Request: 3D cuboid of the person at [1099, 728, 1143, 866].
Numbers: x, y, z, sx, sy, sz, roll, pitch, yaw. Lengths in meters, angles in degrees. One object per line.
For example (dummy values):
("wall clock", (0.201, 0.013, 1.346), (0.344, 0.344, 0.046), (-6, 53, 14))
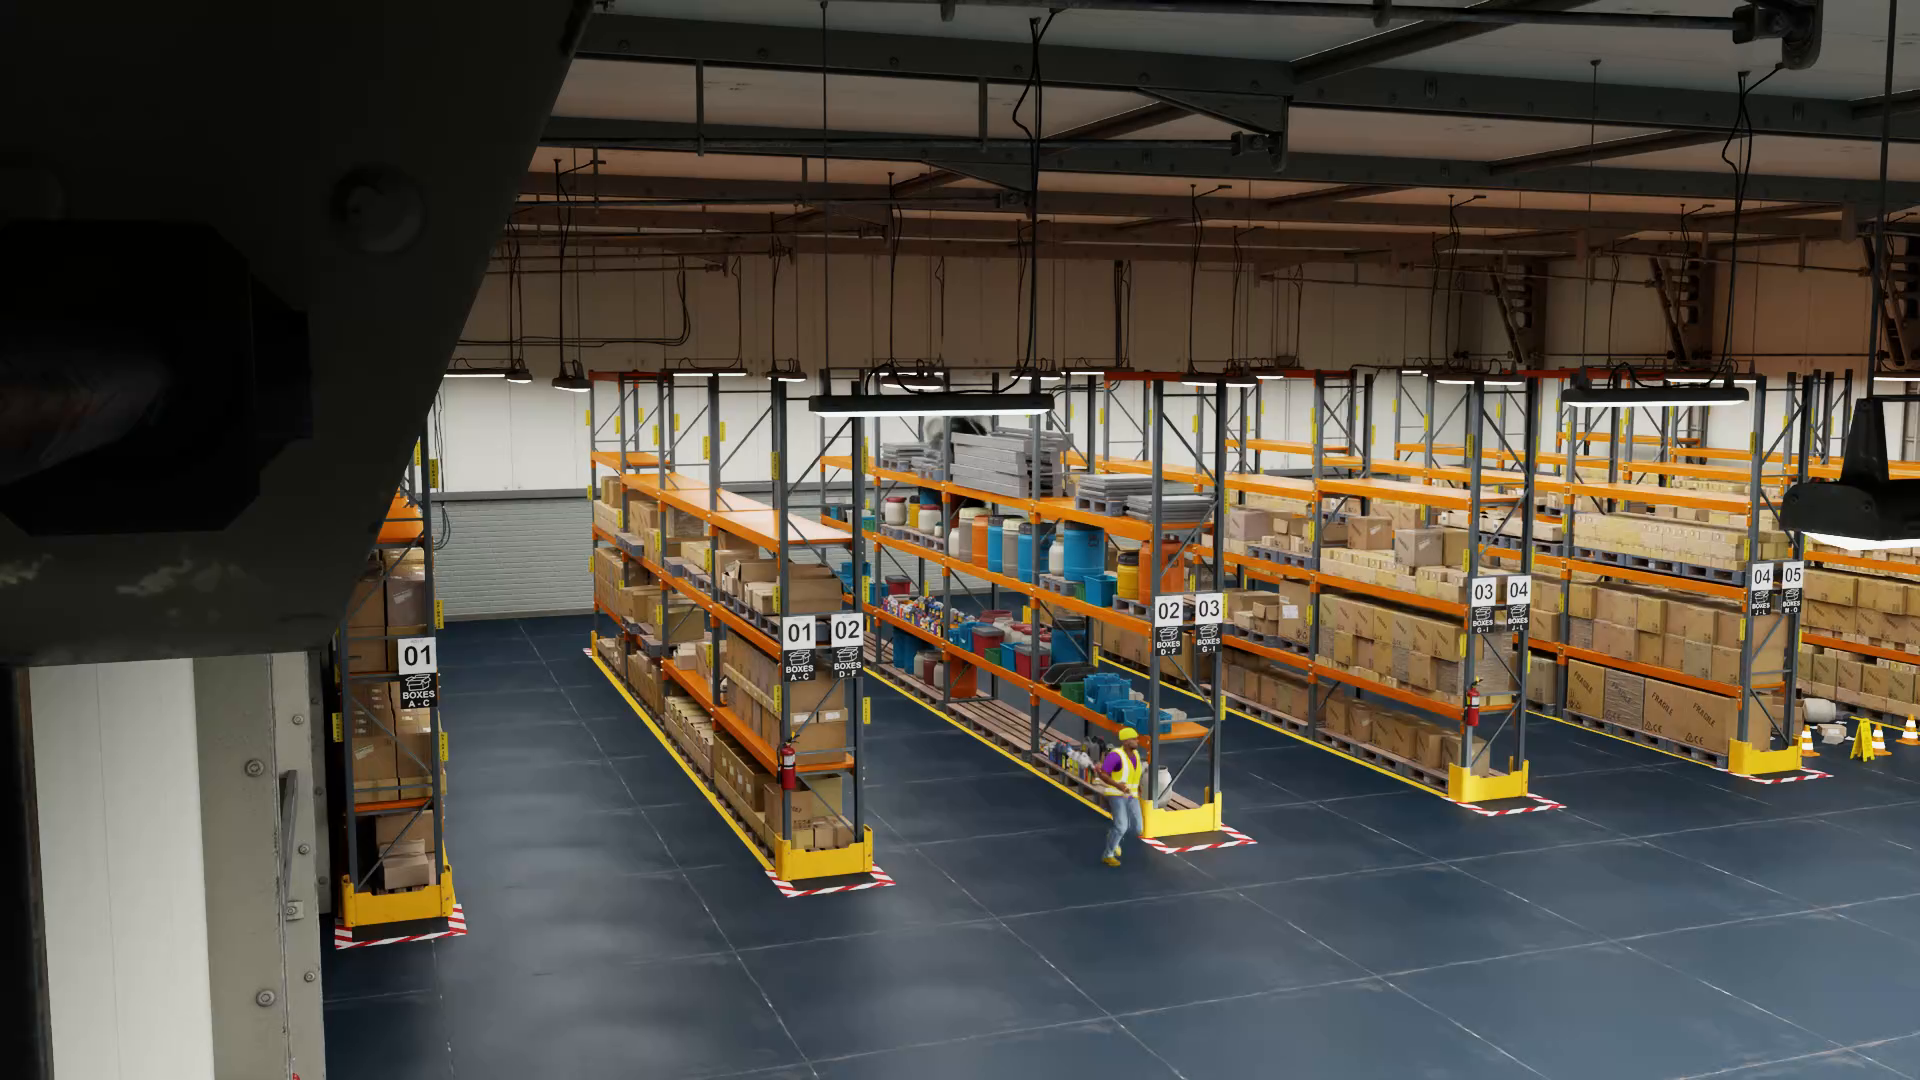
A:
("person", (2.063, 3.184, 20.762), (0.701, 1.680, 0.555), (-5, 8, -39))
